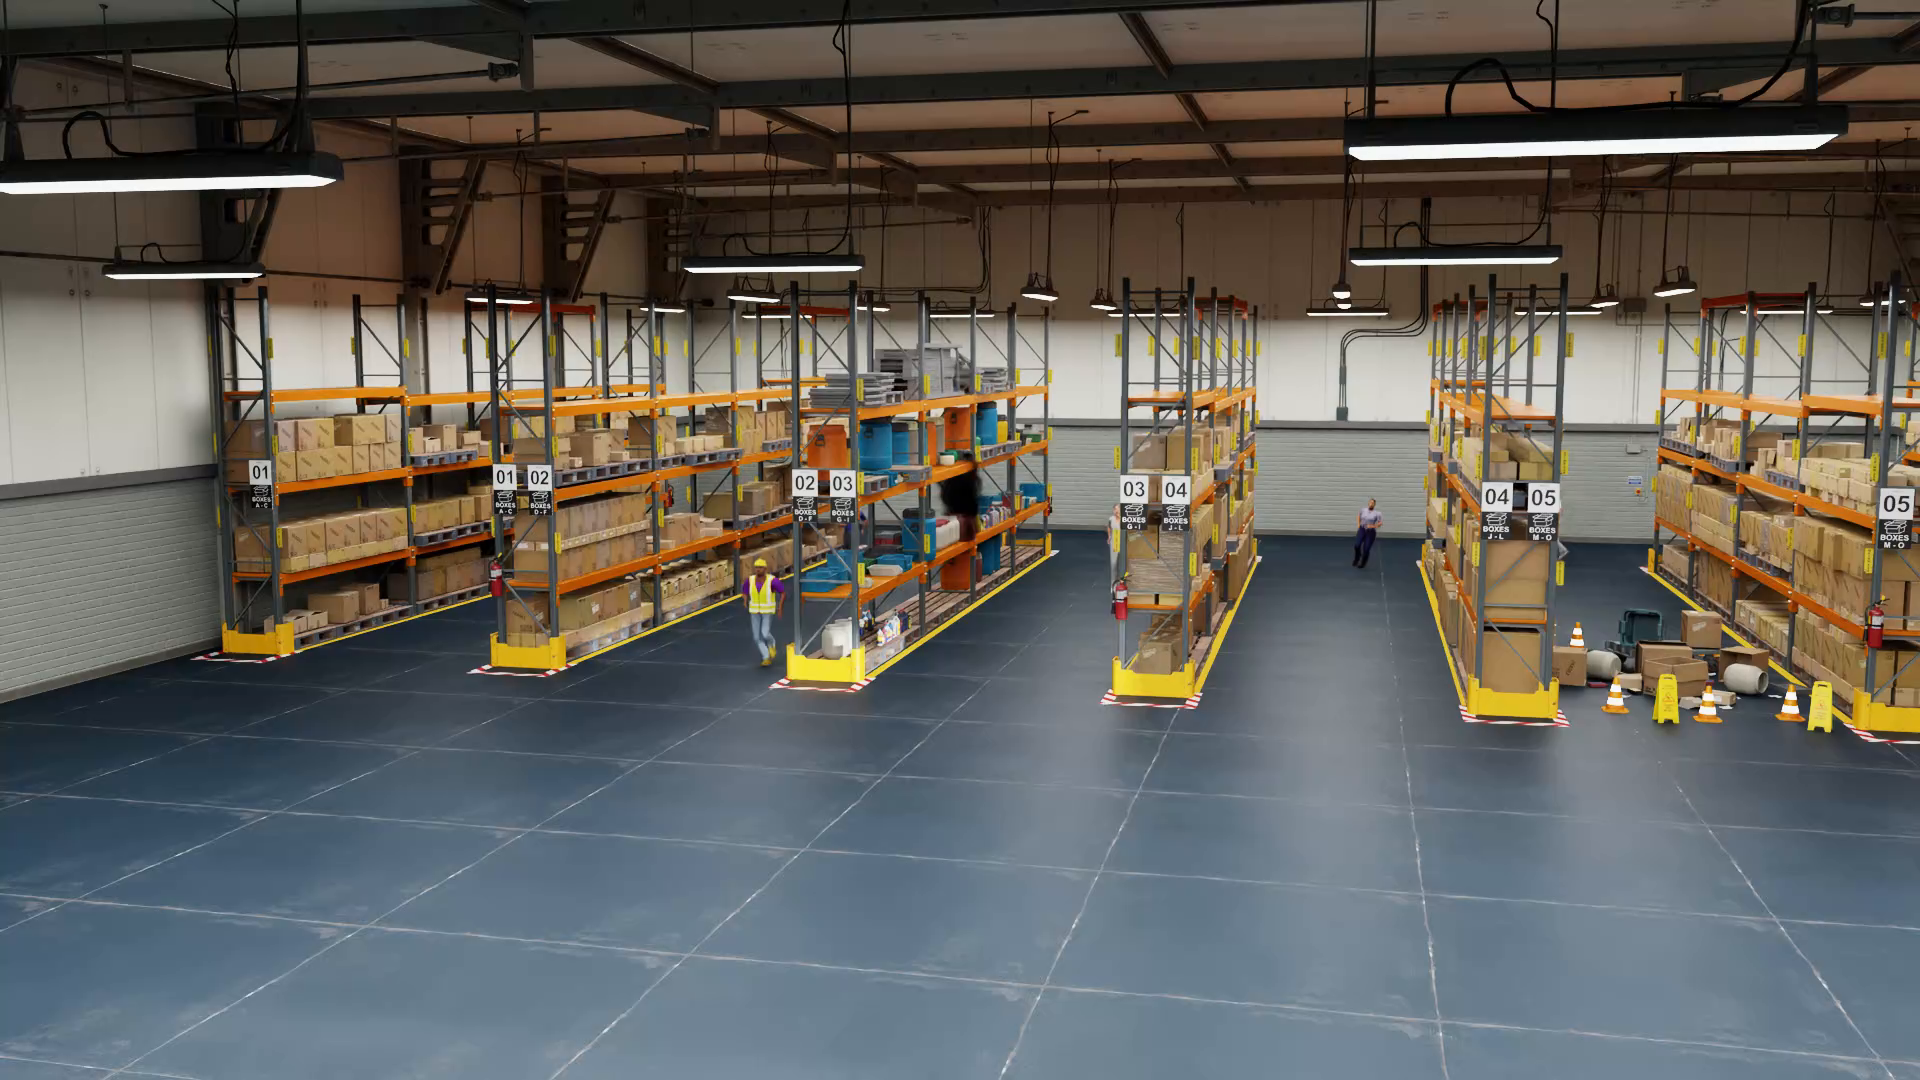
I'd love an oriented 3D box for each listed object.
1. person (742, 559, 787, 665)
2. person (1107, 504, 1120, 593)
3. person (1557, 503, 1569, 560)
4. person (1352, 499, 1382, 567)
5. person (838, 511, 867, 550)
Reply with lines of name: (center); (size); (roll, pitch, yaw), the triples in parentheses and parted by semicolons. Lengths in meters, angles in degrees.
person: (-3.132, 1.144, 26.232); (0.690, 1.703, 0.584); (1, 7, 12)
person: (3.168, 0.136, 32.925); (0.559, 1.733, 0.786); (2, 7, 16)
person: (13.789, -0.380, 38.962); (0.988, 1.767, 0.668); (2, 7, 14)
person: (9.311, -0.152, 37.996); (0.669, 1.603, 0.578); (3, 7, 26)
person: (-2.256, -0.025, 34.689); (0.575, 1.673, 0.913); (1, 7, 8)
